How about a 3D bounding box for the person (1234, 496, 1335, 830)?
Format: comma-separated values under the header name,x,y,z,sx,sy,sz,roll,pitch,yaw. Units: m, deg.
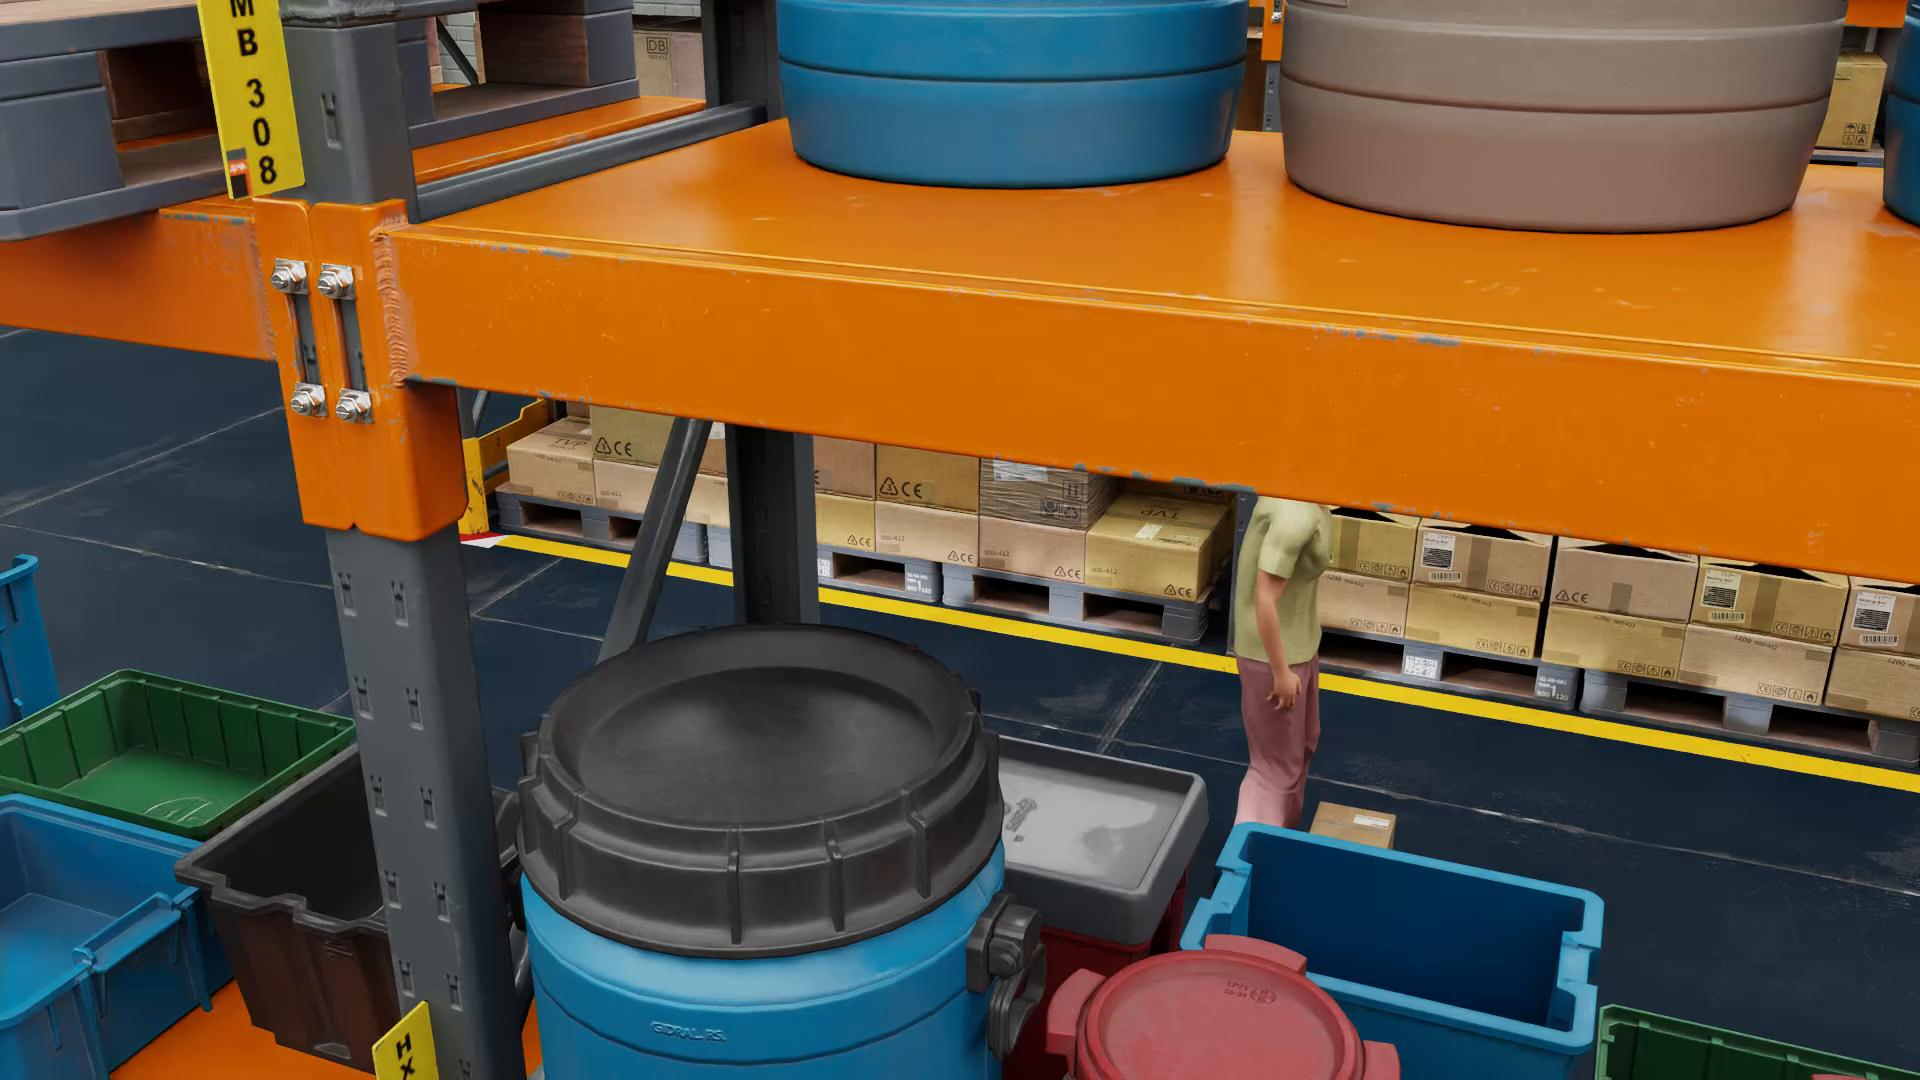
name,x,y,z,sx,sy,sz,roll,pitch,yaw
person,1.041,0.352,5.240,0.355,1.673,0.516,8,24,18
